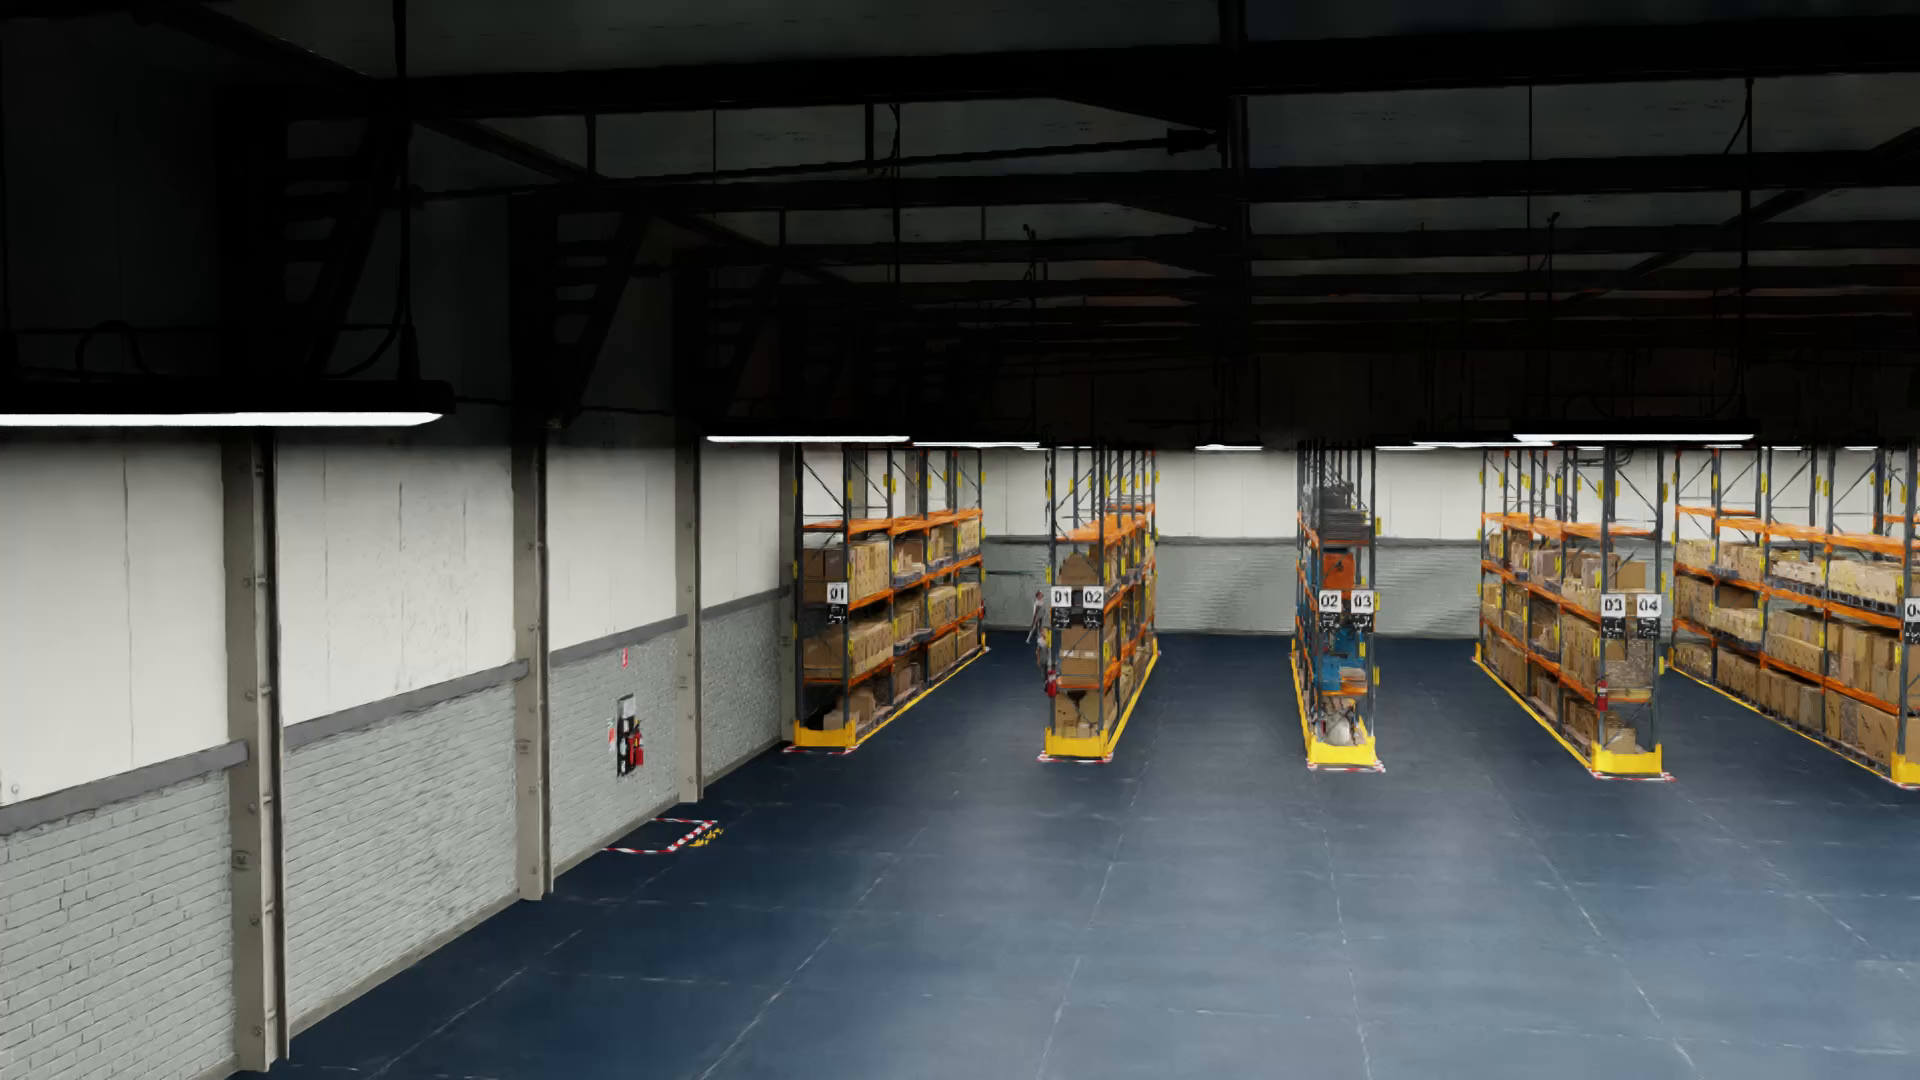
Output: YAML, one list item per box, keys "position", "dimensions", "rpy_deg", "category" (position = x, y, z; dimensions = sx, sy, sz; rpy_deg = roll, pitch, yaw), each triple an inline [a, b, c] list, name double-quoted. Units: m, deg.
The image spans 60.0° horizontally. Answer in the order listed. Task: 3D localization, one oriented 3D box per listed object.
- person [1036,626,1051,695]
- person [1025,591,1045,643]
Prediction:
- position: [2.020, 2.822, 39.303]
  dimensions: [0.447, 1.579, 1.082]
  rpy_deg: [1, 3, 13]
  category: "person"
- position: [2.245, 2.311, 49.608]
  dimensions: [0.592, 1.591, 0.442]
  rpy_deg: [-3, 4, -40]
  category: "person"
